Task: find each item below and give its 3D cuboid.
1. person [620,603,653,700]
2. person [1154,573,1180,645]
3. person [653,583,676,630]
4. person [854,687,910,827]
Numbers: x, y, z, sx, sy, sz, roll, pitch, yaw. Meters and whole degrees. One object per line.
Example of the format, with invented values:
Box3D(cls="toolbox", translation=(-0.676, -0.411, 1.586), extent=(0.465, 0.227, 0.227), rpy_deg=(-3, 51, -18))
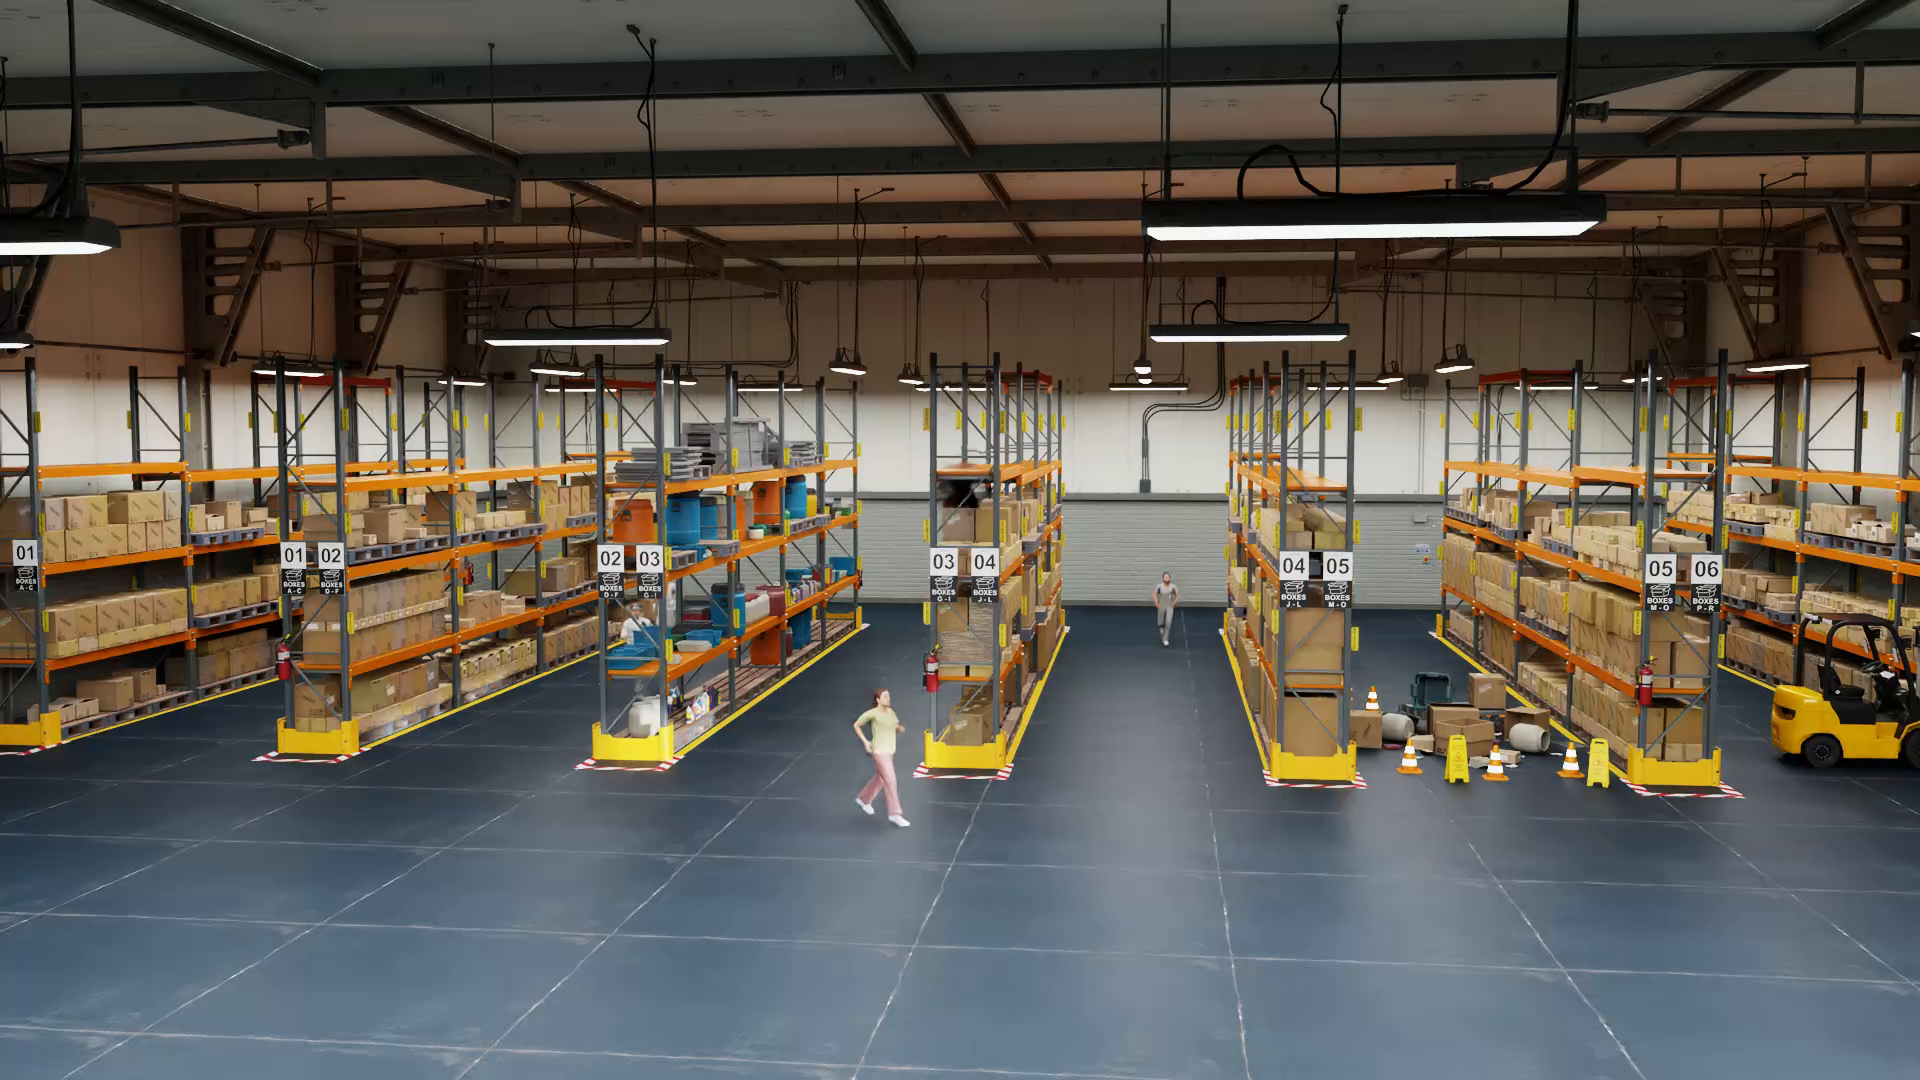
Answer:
Box3D(cls="person", translation=(-5.879, 2.006, 30.291), extent=(0.596, 1.740, 0.720), rpy_deg=(0, 4, 2))
Box3D(cls="person", translation=(4.679, 1.541, 37.669), extent=(0.582, 1.619, 0.643), rpy_deg=(1, 4, 10))
Box3D(cls="person", translation=(-6.311, 1.579, 35.887), extent=(0.689, 1.831, 0.804), rpy_deg=(0, 4, 7))
Box3D(cls="person", translation=(-0.968, 2.675, 20.783), extent=(0.922, 1.685, 0.563), rpy_deg=(3, 5, 35))
